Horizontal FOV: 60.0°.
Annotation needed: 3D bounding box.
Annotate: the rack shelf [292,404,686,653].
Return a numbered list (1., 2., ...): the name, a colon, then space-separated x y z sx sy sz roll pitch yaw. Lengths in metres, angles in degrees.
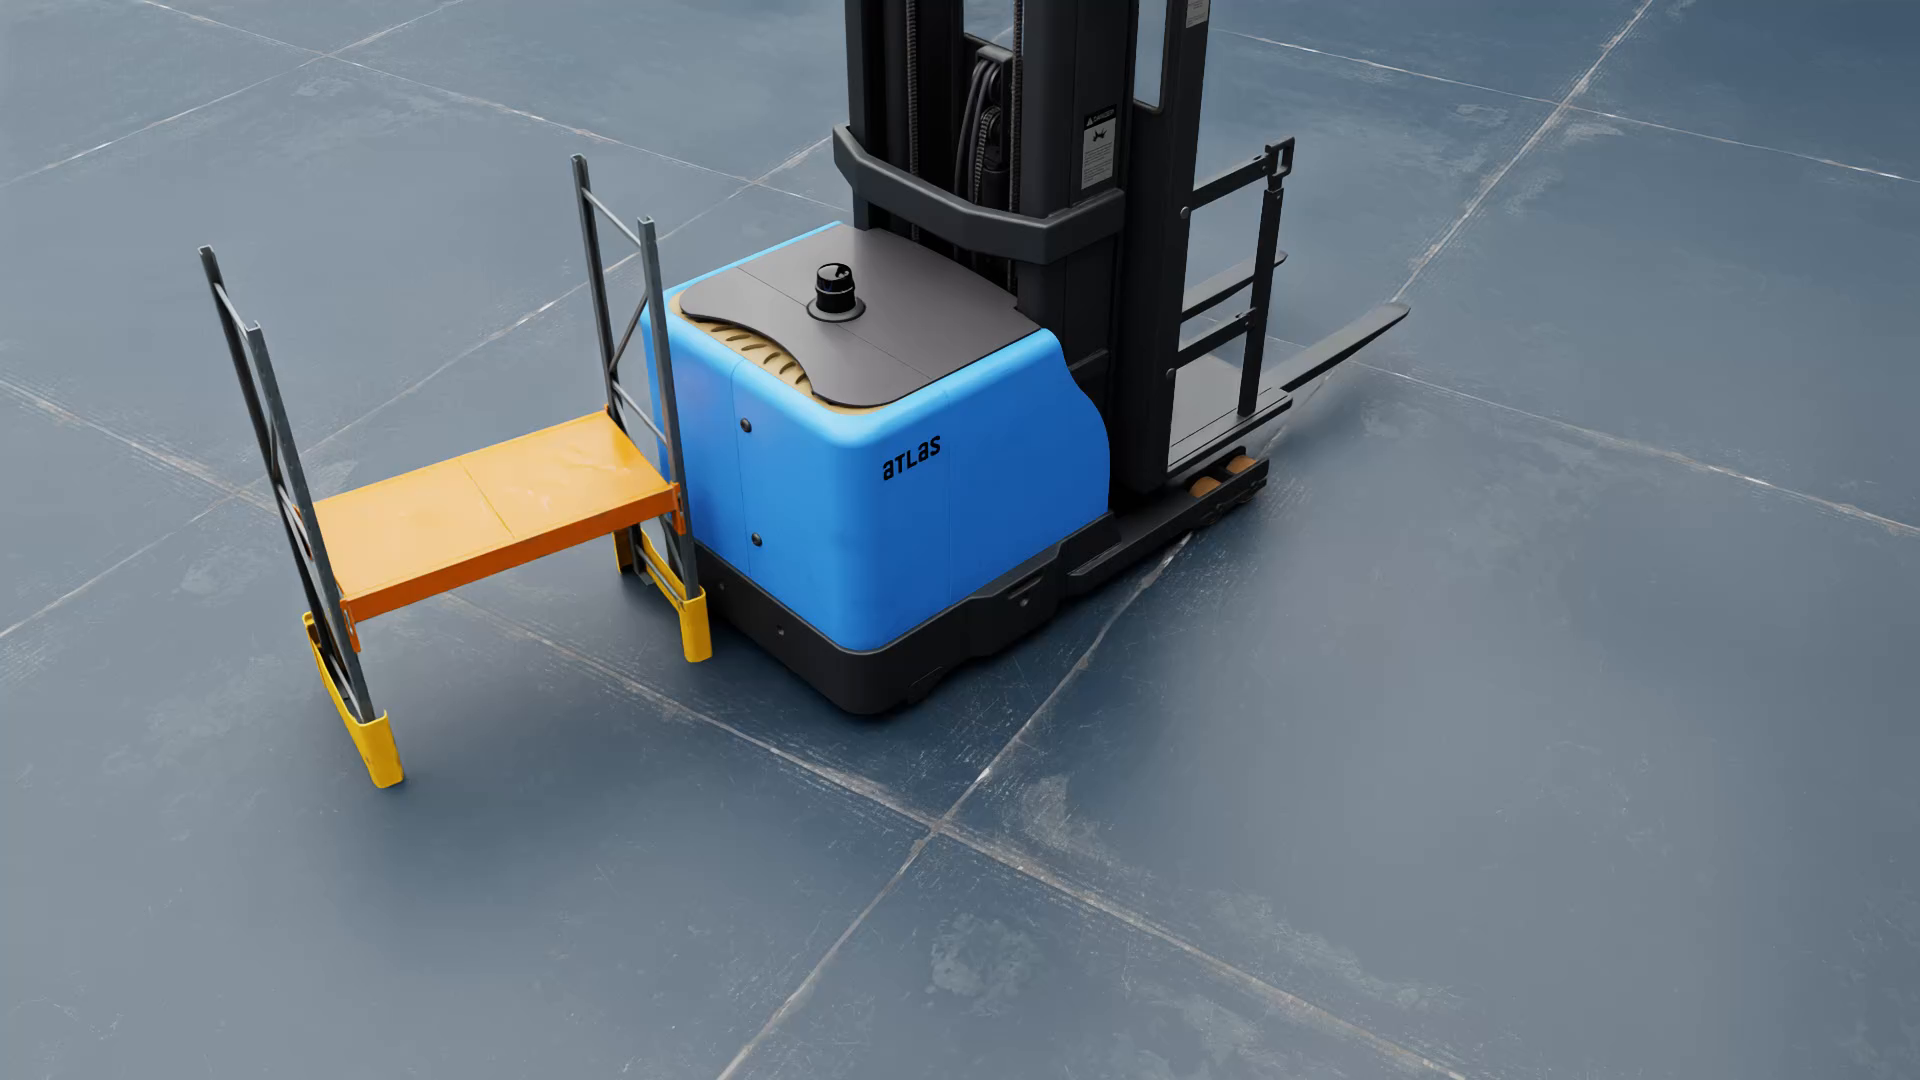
1. rack shelf: -1.381 -0.059 4.893 1.000 0.185 0.538 -22 43 -25

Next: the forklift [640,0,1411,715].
1. forklift: 0.455 -1.422 5.194 3.031 2.935 1.130 -30 47 -33

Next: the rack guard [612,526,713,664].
1. rack guard: -0.971 0.132 5.375 0.087 0.250 0.587 -22 43 -25

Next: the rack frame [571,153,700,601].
1. rack frame: -0.954 -0.370 5.001 0.032 1.500 0.500 -22 43 -25

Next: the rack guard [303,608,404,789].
1. rack guard: -1.807 0.462 4.946 0.087 0.250 0.587 -22 43 -25

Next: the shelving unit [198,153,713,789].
1. shelving unit: -1.389 -0.198 4.779 1.083 1.500 0.587 -22 43 -25

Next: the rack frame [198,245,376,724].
1. rack frame: -1.808 -0.033 4.564 0.032 1.500 0.500 -22 43 -25
